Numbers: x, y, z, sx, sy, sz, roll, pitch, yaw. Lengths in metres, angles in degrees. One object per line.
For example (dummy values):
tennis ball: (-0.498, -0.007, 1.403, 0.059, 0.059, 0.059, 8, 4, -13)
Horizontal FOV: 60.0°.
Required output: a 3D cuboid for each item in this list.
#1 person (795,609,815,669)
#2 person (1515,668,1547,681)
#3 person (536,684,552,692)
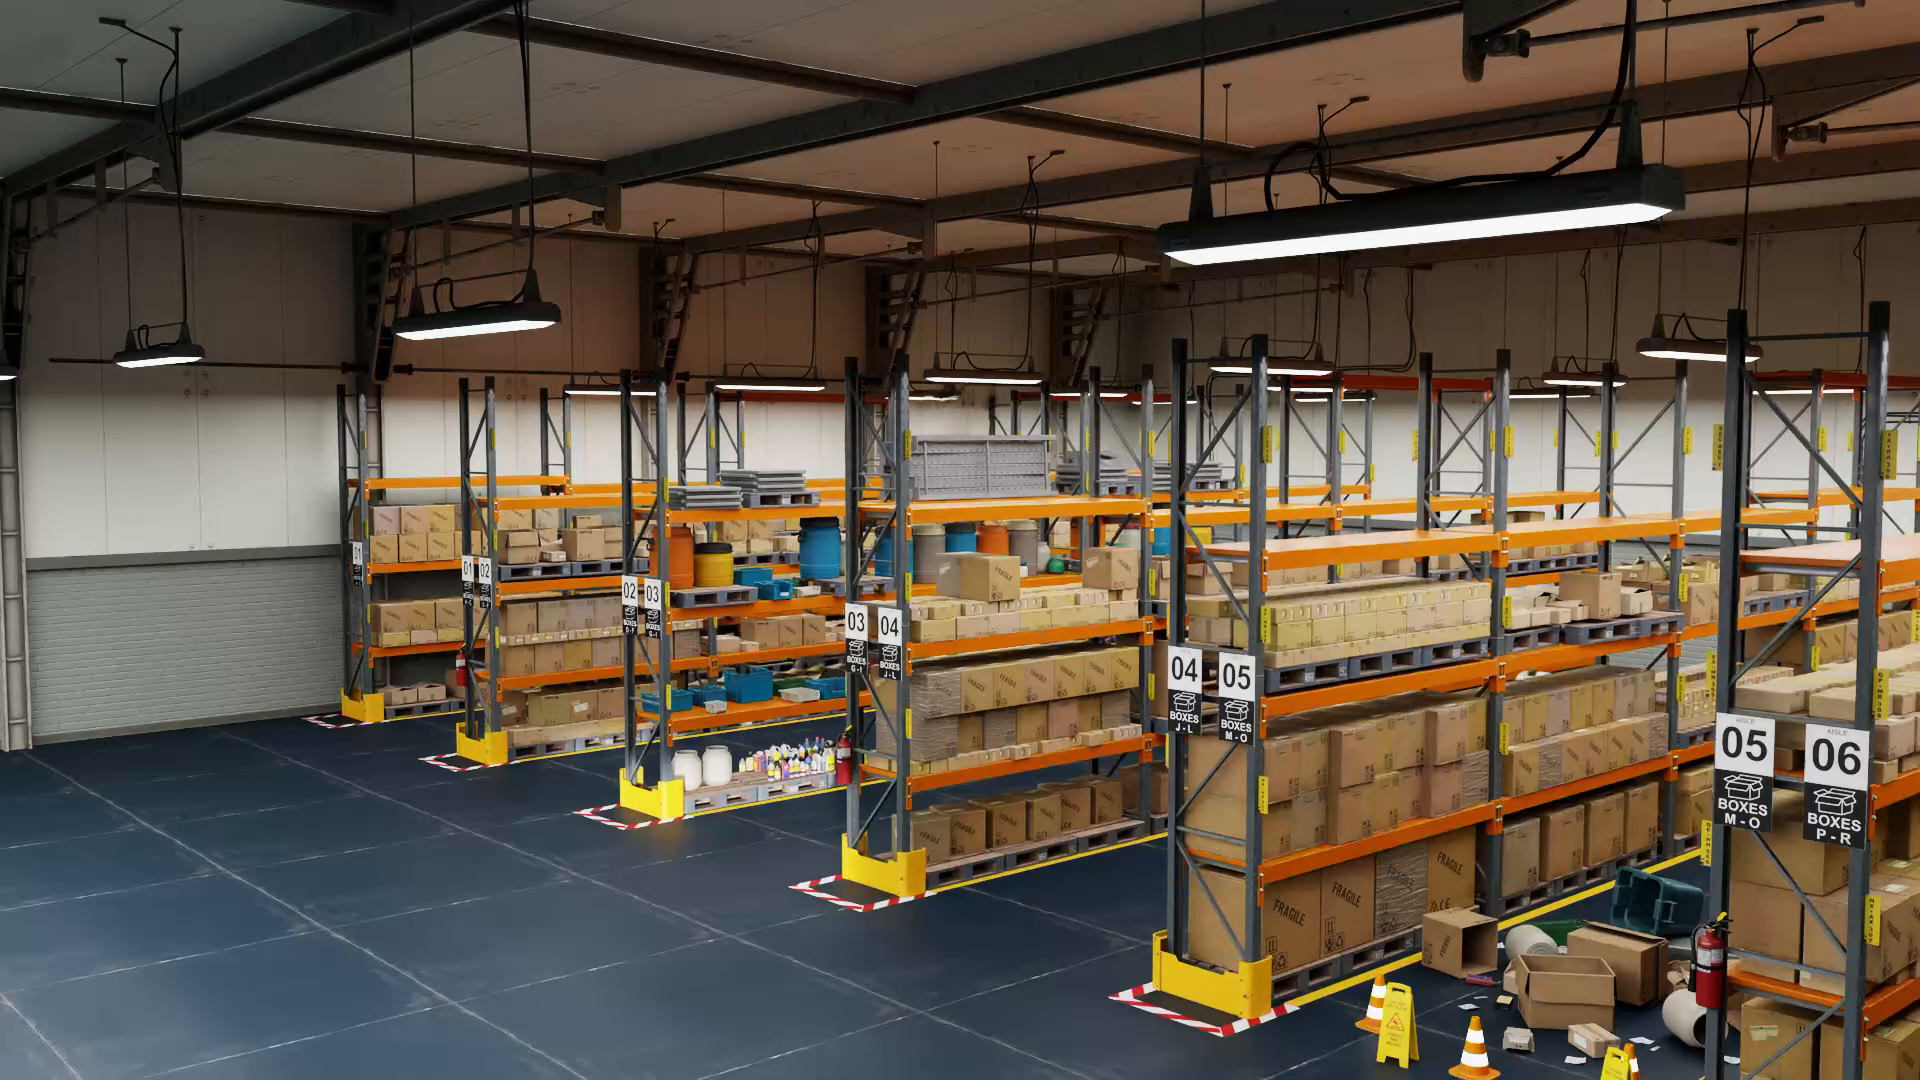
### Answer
person: (-2.969, 2.189, 32.459, 0.592, 1.730, 0.857, 4, 5, 44)
person: (8.689, 2.627, 25.199, 0.909, 1.807, 0.608, -3, 5, -42)
person: (-7.081, 2.519, 28.566, 0.538, 1.583, 0.733, 3, 5, 39)
